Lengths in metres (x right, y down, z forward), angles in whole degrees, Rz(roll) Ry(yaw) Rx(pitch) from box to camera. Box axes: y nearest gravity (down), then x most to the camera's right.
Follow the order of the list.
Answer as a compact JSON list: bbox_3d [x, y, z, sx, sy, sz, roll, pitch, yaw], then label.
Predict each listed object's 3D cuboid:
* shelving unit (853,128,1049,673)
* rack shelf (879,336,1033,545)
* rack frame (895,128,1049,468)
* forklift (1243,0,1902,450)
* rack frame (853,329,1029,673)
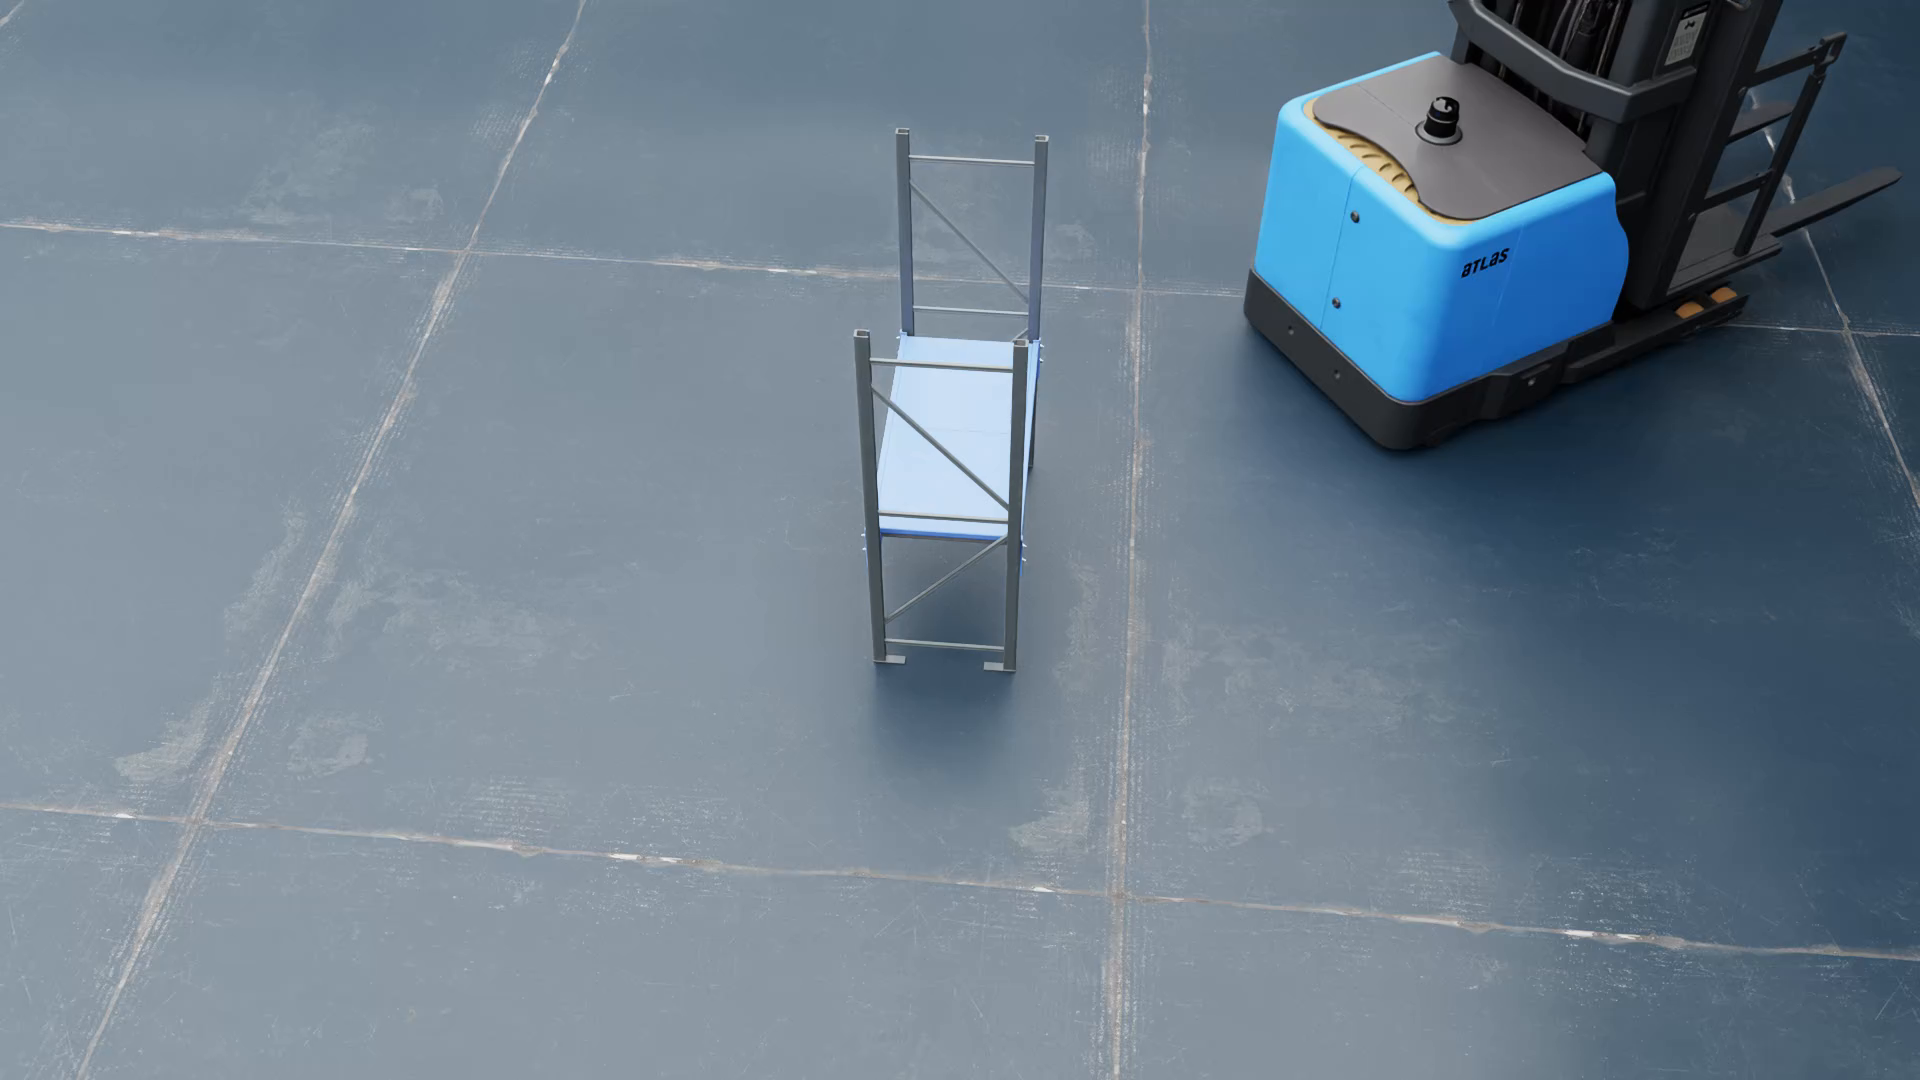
[{"bbox_3d":[-0.008,-0.443,5.639,0.500,1.500,1.048,4,48,4],"label":"shelving unit"},{"bbox_3d":[-0.008,-0.355,5.736,0.459,0.062,0.952,4,48,4],"label":"rack shelf"},{"bbox_3d":[0.039,-0.817,5.981,0.500,1.500,0.032,4,48,4],"label":"rack frame"},{"bbox_3d":[2.738,-2.146,6.227,3.031,2.935,1.130,-22,51,-19],"label":"forklift"},{"bbox_3d":[-0.054,-0.070,5.298,0.500,1.500,0.032,4,48,4],"label":"rack frame"}]
